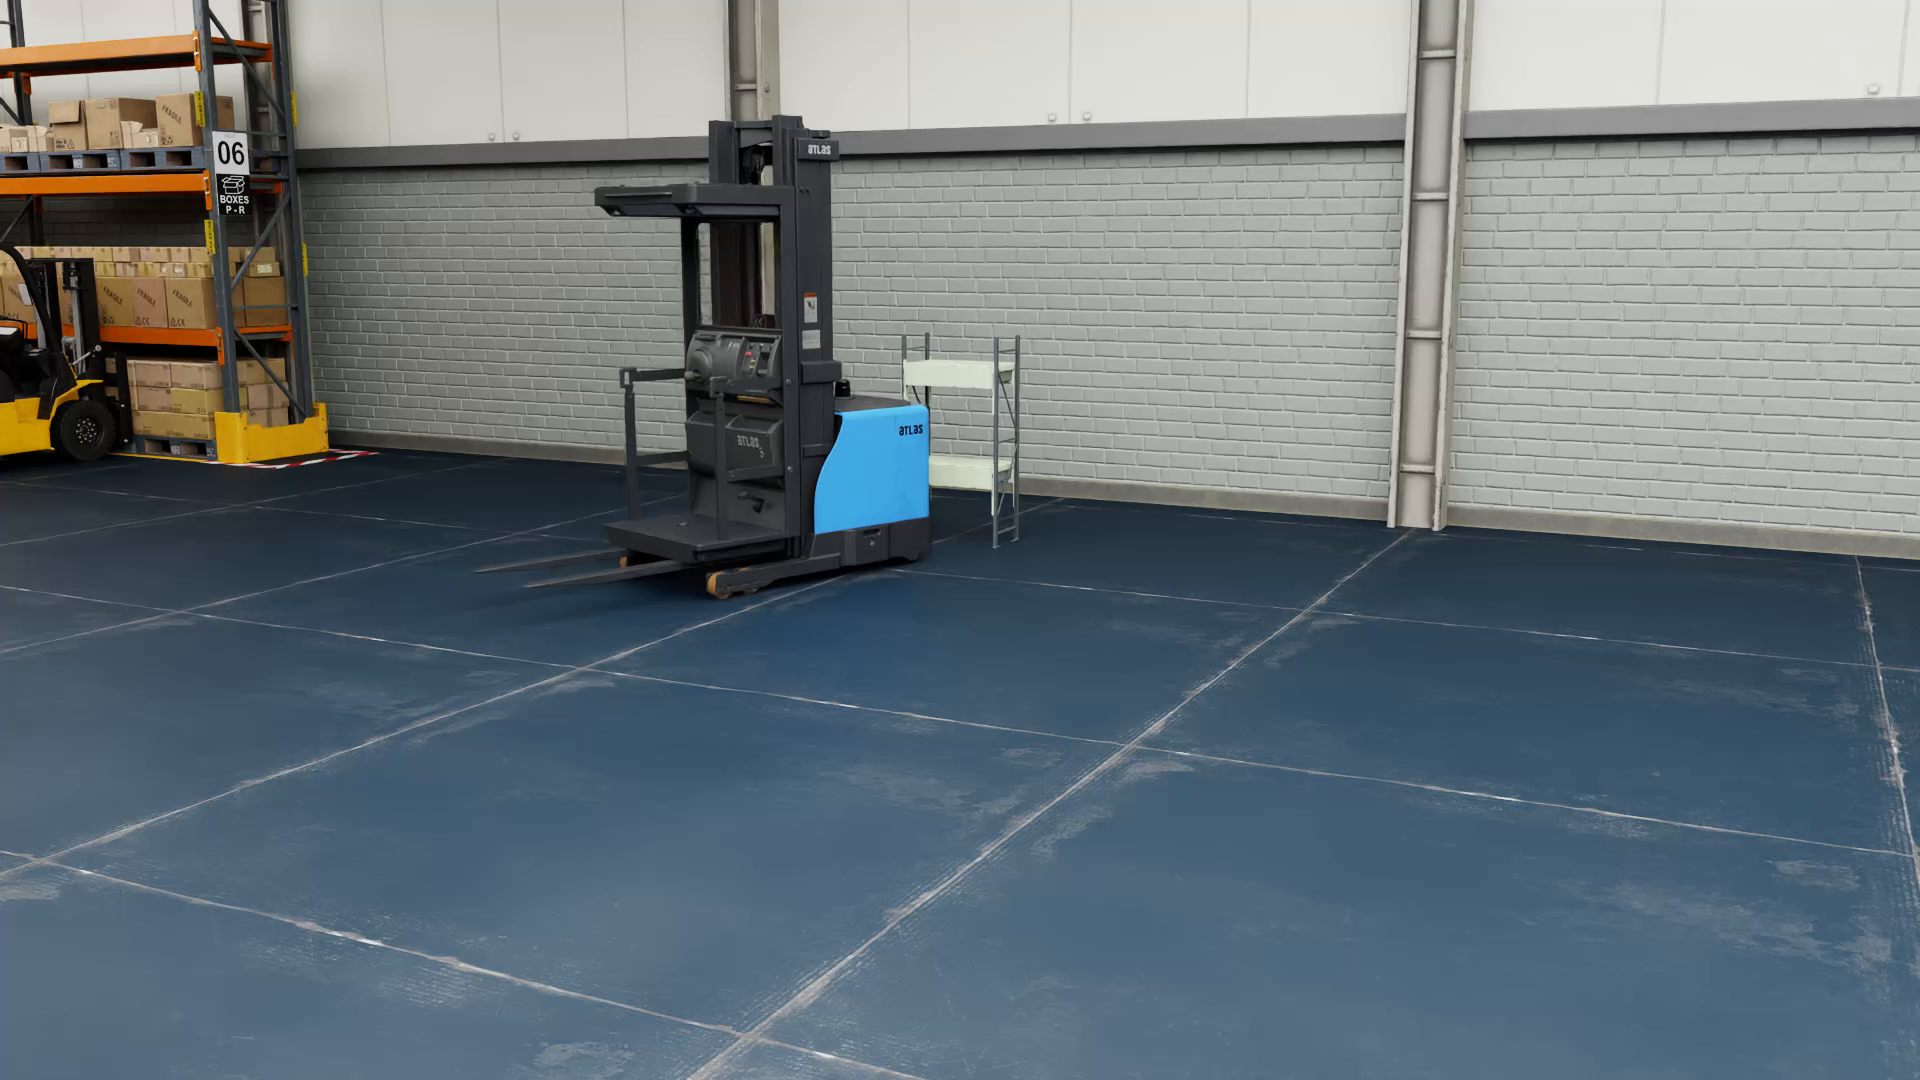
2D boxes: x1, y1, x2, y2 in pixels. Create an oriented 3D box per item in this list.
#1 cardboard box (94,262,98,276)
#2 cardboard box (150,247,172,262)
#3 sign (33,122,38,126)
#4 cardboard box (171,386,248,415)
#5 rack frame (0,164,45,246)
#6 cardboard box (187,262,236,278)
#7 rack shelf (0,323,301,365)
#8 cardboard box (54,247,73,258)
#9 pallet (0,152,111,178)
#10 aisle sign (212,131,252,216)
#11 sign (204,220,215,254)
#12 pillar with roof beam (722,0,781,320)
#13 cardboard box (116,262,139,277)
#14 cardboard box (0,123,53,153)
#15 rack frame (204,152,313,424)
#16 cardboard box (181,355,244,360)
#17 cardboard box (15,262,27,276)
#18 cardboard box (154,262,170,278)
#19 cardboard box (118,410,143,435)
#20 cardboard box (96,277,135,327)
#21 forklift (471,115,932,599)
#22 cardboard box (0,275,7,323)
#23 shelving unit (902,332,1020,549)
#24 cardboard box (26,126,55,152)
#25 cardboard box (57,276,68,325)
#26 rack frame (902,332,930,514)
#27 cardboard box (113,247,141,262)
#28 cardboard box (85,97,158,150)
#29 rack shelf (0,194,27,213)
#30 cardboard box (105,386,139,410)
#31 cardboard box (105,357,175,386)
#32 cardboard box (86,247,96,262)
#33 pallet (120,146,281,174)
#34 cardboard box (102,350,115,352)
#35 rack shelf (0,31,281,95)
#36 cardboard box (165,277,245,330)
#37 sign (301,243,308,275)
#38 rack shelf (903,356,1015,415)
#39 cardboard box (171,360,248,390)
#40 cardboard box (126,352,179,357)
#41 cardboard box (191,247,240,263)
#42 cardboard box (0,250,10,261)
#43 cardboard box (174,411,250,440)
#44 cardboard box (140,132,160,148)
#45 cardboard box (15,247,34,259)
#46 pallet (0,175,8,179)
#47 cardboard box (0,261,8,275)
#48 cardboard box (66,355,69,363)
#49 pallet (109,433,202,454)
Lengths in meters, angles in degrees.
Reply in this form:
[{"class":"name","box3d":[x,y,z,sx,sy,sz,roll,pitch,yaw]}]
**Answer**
[{"class":"cardboard box","box3d":[-8.787,-2.815,17.261,0.250,0.149,0.380,5,11,25]},{"class":"cardboard box","box3d":[-7.903,-2.873,16.745,0.250,0.149,0.380,5,12,27]},{"class":"sign","box3d":[-10.350,-4.506,18.610,0.005,0.325,0.100,5,11,26]},{"class":"cardboard box","box3d":[-7.582,-1.421,16.797,0.500,0.250,0.500,5,11,25]},{"class":"rack frame","box3d":[-10.594,-2.648,18.440,0.127,3.000,1.000,5,11,26]},{"class":"cardboard box","box3d":[-7.442,-2.684,16.535,0.250,0.149,0.380,5,11,27]},{"class":"rack shelf","box3d":[-8.801,-2.137,17.633,4.000,0.370,1.077,5,11,26]},{"class":"cardboard box","box3d":[-9.249,-3.002,17.455,0.250,0.149,0.380,5,11,26]},{"class":"pallet","box3d":[-9.818,-4.018,17.832,1.213,0.211,1.003,5,11,26]},{"class":"aisle sign","box3d":[-7.078,-3.560,16.179,0.004,0.787,0.394,5,11,26]},{"class":"sign","box3d":[-7.260,-2.934,16.101,0.005,0.325,0.100,5,11,26]},{"class":"pillar with roof beam","box3d":[-3.757,-4.324,10.851,0.400,9.000,9.100,5,11,26]},{"class":"cardboard box","box3d":[-8.367,-2.764,16.980,0.250,0.149,0.380,5,11,24]},{"class":"cardboard box","box3d":[-9.956,-4.232,17.557,0.500,0.311,0.500,5,12,27]},{"class":"rack frame","box3d":[-7.007,-2.333,16.698,0.127,3.000,1.000,5,11,26]},{"class":"cardboard box","box3d":[-7.804,-1.786,17.407,0.500,0.250,0.500,5,11,26]},{"class":"cardboard box","box3d":[-9.757,-2.882,17.629,0.250,0.149,0.380,5,12,27]},{"class":"cardboard box","box3d":[-7.890,-2.730,16.787,0.250,0.149,0.380,5,12,27]},{"class":"cardboard box","box3d":[-8.455,-1.255,17.282,0.500,0.250,0.500,5,11,26]},{"class":"cardboard box","box3d":[-8.485,-2.462,17.129,0.500,0.500,0.500,5,11,25]},{"class":"forklift","box3d":[-1.609,-1.184,10.545,3.031,2.935,1.130,-10,14,-43]},{"class":"cardboard box","box3d":[-10.312,-2.621,18.007,0.500,0.500,0.500,5,11,24]},{"class":"shelving unit","box3d":[0.006,-0.737,12.094,0.755,1.500,0.431,5,11,26]},{"class":"cardboard box","box3d":[-9.397,-4.149,17.224,0.258,0.266,0.396,5,11,24]},{"class":"cardboard box","box3d":[-9.383,-2.543,17.576,0.500,0.500,0.500,5,11,25]},{"class":"rack frame","box3d":[-0.322,-0.766,12.253,0.023,1.500,0.400,5,11,26]},{"class":"cardboard box","box3d":[-8.376,-2.907,16.935,0.250,0.149,0.380,5,12,27]},{"class":"cardboard box","box3d":[-8.386,-4.207,16.888,0.500,0.500,0.700,5,11,26]},{"class":"rack shelf","box3d":[-12.388,-3.928,19.108,4.000,0.370,1.077,5,11,26]},{"class":"cardboard box","box3d":[-8.499,-1.500,17.231,0.500,0.250,0.500,5,11,25]},{"class":"cardboard box","box3d":[-8.475,-1.743,17.170,0.500,0.250,0.500,5,11,27]},{"class":"cardboard box","box3d":[-8.800,-2.962,17.238,0.250,0.149,0.380,5,11,27]},{"class":"pallet","box3d":[-7.630,-3.825,16.770,1.213,0.211,1.003,5,11,26]},{"class":"cardboard box","box3d":[-9.606,-1.948,18.307,0.500,0.250,0.500,5,11,25]},{"class":"rack shelf","box3d":[-8.801,-4.892,17.135,4.000,0.370,1.077,5,11,26]},{"class":"cardboard box","box3d":[-7.565,-2.379,16.672,0.500,0.500,0.500,5,11,25]},{"class":"sign","box3d":[-6.756,-2.886,17.101,0.005,0.325,0.100,5,11,26]},{"class":"rack shelf","box3d":[0.006,-1.122,12.024,0.720,0.370,0.431,5,11,26]},{"class":"cardboard box","box3d":[-7.558,-1.665,16.742,0.500,0.250,0.500,5,12,28]},{"class":"cardboard box","box3d":[-8.704,-1.868,17.864,0.500,0.250,0.500,5,11,25]},{"class":"cardboard box","box3d":[-7.421,-2.842,16.575,0.250,0.149,0.380,5,11,26]},{"class":"cardboard box","box3d":[-10.157,-3.087,17.928,0.250,0.149,0.380,5,11,27]},{"class":"cardboard box","box3d":[-7.568,-1.173,16.832,0.500,0.250,0.500,5,11,26]},{"class":"cardboard box","box3d":[-7.884,-3.958,16.500,0.250,0.149,0.380,5,11,24]},{"class":"cardboard box","box3d":[-9.747,-3.029,17.606,0.250,0.149,0.380,5,12,27]},{"class":"pallet","box3d":[-11.391,-4.098,18.562,1.217,0.209,0.805,5,11,24]},{"class":"cardboard box","box3d":[-10.192,-2.929,17.891,0.250,0.149,0.380,5,12,27]},{"class":"cardboard box","box3d":[-9.394,-1.826,17.633,0.500,0.250,0.500,5,12,28]},{"class":"pallet","box3d":[-8.801,-1.111,17.775,1.213,0.211,1.003,5,11,26]}]
